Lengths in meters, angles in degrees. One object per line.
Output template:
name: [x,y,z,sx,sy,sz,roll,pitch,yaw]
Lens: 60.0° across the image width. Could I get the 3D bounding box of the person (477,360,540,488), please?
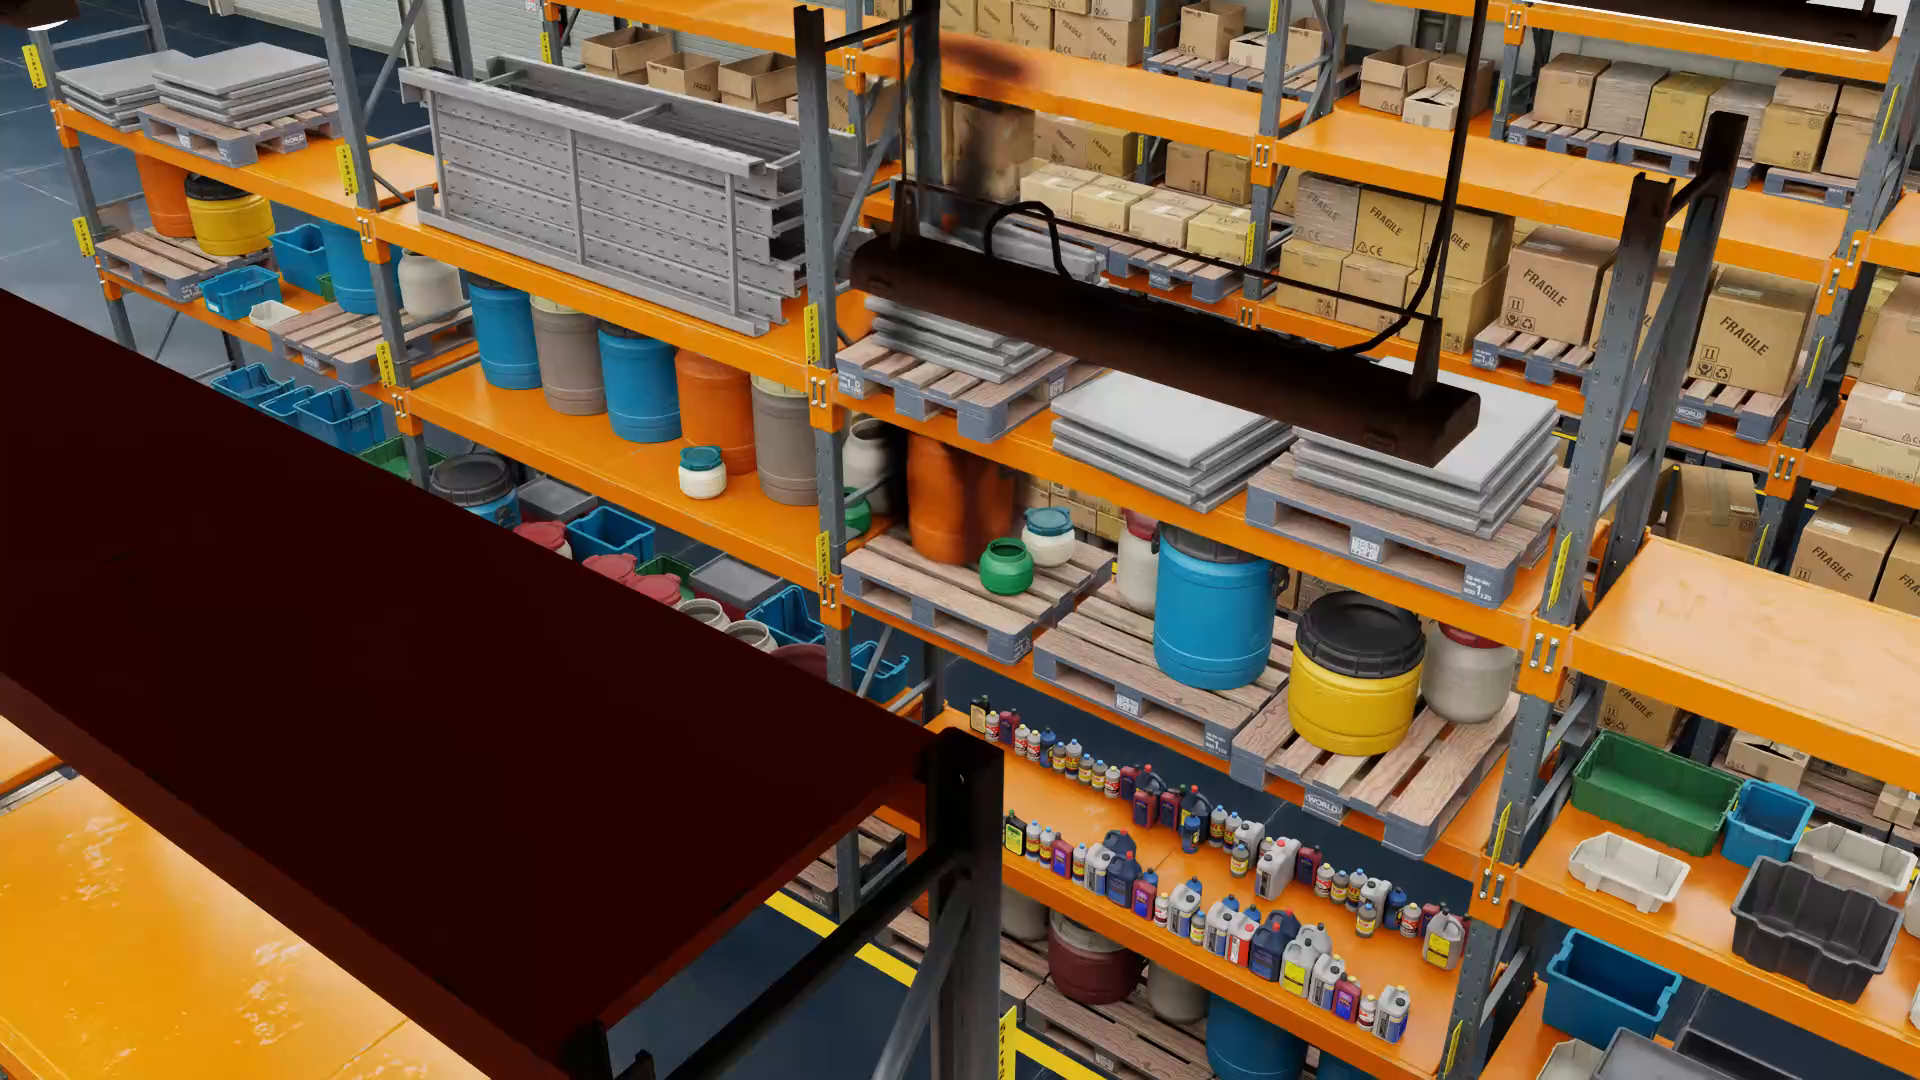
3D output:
person: [-4.039,-0.840,15.187,0.903,1.615,0.585,23,38,33]
